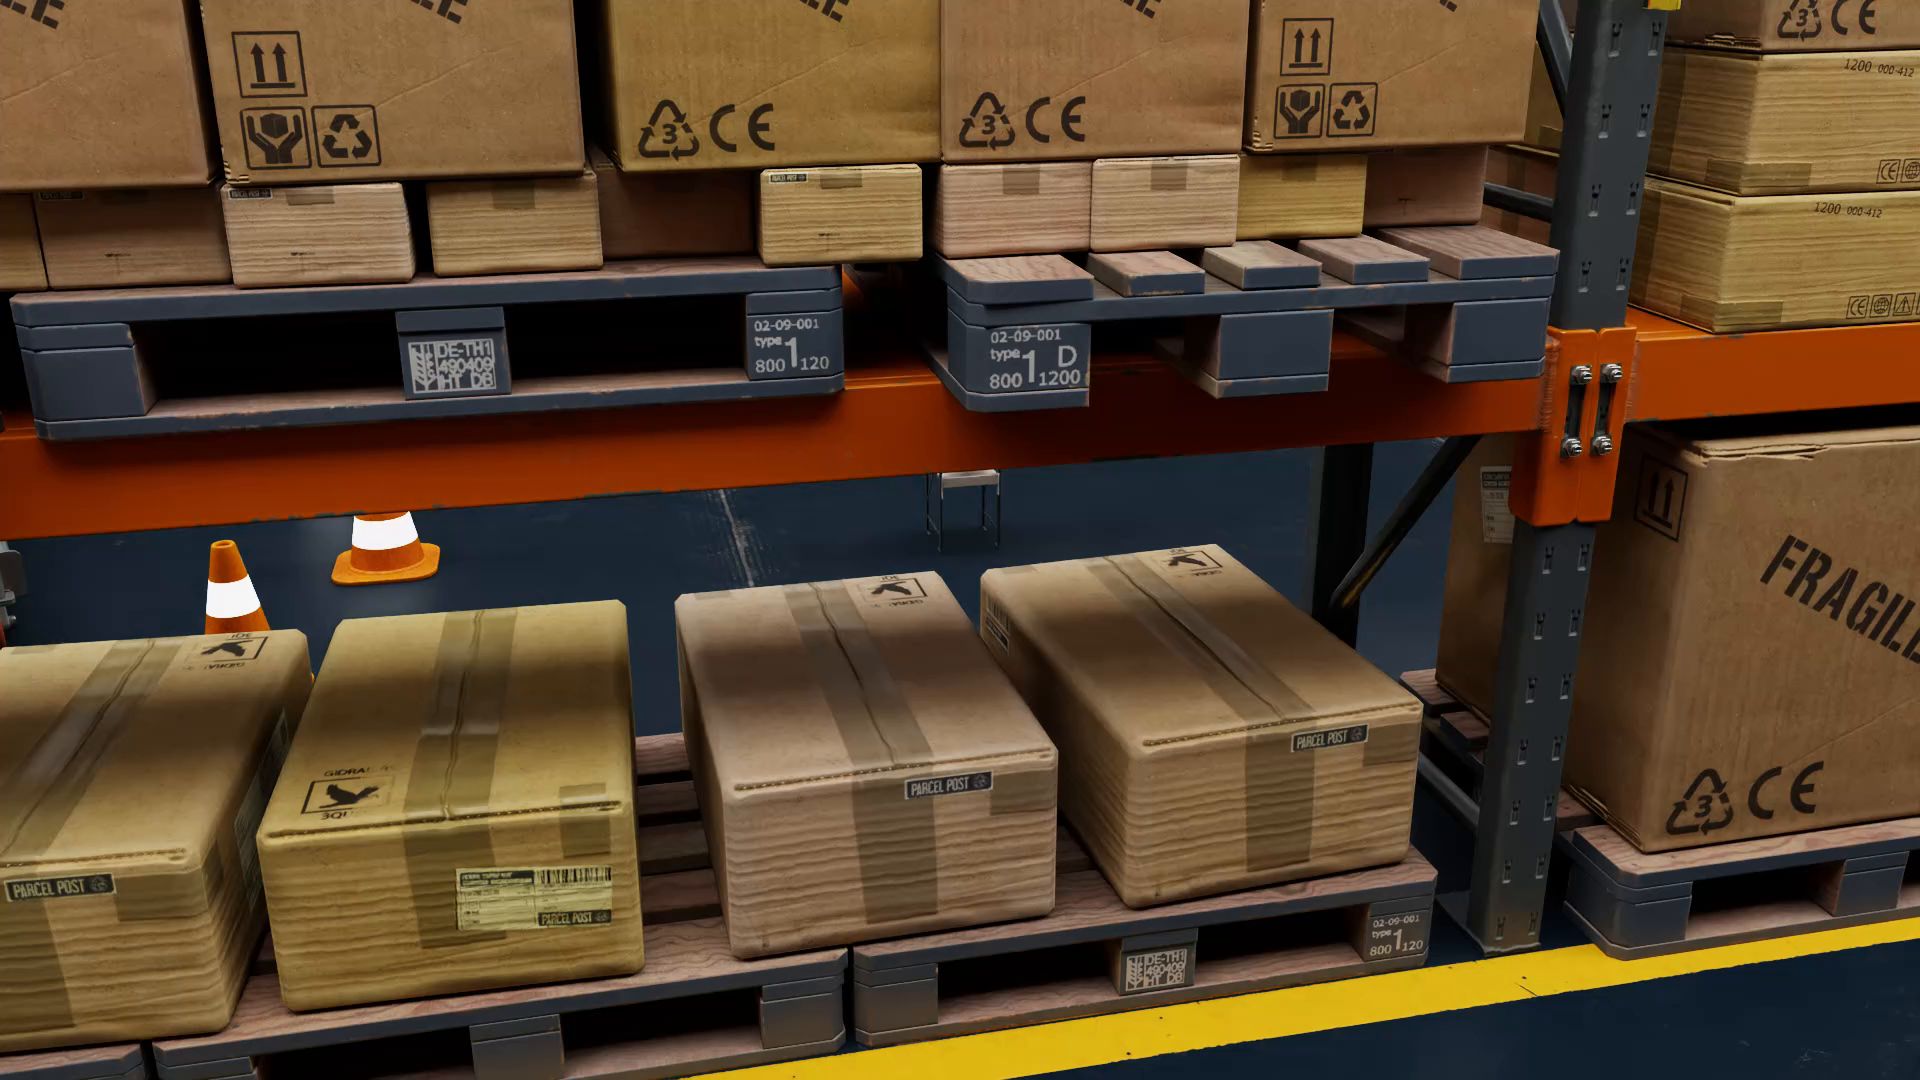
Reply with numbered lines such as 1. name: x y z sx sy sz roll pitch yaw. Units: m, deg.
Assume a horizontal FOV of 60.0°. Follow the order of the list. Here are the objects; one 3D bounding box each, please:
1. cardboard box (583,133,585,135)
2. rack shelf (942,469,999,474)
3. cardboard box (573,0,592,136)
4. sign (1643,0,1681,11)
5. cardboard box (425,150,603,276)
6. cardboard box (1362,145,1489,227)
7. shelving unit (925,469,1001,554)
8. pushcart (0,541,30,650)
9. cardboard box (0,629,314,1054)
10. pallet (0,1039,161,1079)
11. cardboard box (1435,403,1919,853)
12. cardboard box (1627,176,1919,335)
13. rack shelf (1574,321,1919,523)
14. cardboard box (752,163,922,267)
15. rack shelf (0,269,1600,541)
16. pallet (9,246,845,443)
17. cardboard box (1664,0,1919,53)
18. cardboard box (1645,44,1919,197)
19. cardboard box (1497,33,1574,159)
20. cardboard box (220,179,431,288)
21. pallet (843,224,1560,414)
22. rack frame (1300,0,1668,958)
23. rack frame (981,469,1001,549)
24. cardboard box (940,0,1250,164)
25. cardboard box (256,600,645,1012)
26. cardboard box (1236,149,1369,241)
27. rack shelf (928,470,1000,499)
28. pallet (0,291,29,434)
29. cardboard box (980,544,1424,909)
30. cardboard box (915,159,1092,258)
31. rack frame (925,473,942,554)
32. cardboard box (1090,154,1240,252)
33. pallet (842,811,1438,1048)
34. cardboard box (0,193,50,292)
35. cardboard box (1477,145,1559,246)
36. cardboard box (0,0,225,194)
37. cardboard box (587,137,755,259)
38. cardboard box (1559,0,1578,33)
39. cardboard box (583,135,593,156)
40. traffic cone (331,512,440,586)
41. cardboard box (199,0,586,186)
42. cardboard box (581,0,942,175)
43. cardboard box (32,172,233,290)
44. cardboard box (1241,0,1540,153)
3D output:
1. cardboard box: -0.965 -1.014 3.035 0.500 0.500 0.500 -5 21 -15
2. rack shelf: 0.008 -0.307 5.704 0.200 0.077 0.258 -5 21 -12
3. cardboard box: -0.477 -1.051 3.136 0.500 0.500 0.500 -4 21 -12
4. sign: 1.169 -1.039 2.722 0.005 0.325 0.100 -5 21 -12
5. cardboard box: -0.719 -0.539 2.680 0.250 0.149 0.380 -5 21 -14
6. cardboard box: 0.770 -0.688 3.087 0.250 0.149 0.380 -4 20 -10
7. shelving unit: 0.008 -0.423 5.662 0.210 0.900 0.258 -5 21 -12
8. pushcart: -3.431 0.075 5.061 0.936 0.377 1.648 -13 24 -31
9. cardboard box: -1.649 0.539 3.191 0.625 0.372 0.950 -3 20 -9
10. pallet: -2.100 0.850 3.187 1.213 0.211 1.003 -5 21 -12
11. cardboard box: 1.726 0.060 3.768 0.875 0.875 0.875 -5 21 -13
12. cardboard box: 1.569 -0.598 3.303 0.500 0.250 0.500 -5 21 -13
13. rack shelf: 2.981 -0.534 3.958 4.000 0.370 1.077 -5 21 -12
14. cardboard box: -0.220 -0.564 2.748 0.250 0.149 0.380 -4 21 -12
15. rack shelf: -0.911 -0.218 3.093 4.000 0.370 1.077 -5 21 -12
16. pallet: -0.882 -0.453 2.970 1.213 0.211 1.003 -5 21 -12
17. cardboard box: 1.571 -1.187 3.096 0.500 0.500 0.500 -5 21 -14
18. cardboard box: 1.585 -0.835 3.225 0.500 0.250 0.500 -5 21 -13
19. cardboard box: 1.448 -1.001 3.678 0.500 0.250 0.500 -5 21 -13
20. cardboard box: -0.972 -0.508 2.595 0.250 0.149 0.380 -4 20 -10
21. pallet: 0.366 -0.531 3.183 1.003 0.211 1.213 -5 21 -12
22. rack frame: 1.035 -0.714 3.402 0.127 3.000 1.000 -5 21 -12
23. rack frame: 0.107 -0.431 5.684 0.006 0.900 0.240 -5 21 -12
24. cardboard box: 0.156 -0.924 2.787 0.500 0.500 0.500 -5 21 -13
25. cardboard box: -0.973 0.484 3.343 0.625 0.372 0.950 -4 20 -11
26. cardboard box: 0.526 -0.643 2.963 0.250 0.149 0.380 -4 21 -12
27. rack shelf: 0.008 -0.223 5.735 0.200 0.077 0.258 -5 21 -12
28. pallet: -2.080 -0.319 2.603 1.213 0.211 1.003 -5 21 -12
29. cardboard box: 0.483 0.364 3.669 0.625 0.372 0.950 -6 21 -16
30. cardboard box: 0.044 -0.591 2.820 0.250 0.149 0.380 -6 21 -15
31. rack frame: -0.091 -0.415 5.640 0.006 0.900 0.240 -5 21 -12
32. cardboard box: 0.291 -0.608 2.867 0.250 0.149 0.380 -5 21 -13
33. pallet: 0.274 0.657 3.714 1.213 0.211 1.003 -5 21 -12
34. cardboard box: -1.484 -0.485 2.534 0.250 0.149 0.380 -4 21 -12
35. cardboard box: 1.467 -0.770 3.774 0.500 0.250 0.500 -5 21 -14
36. cardboard box: -1.364 -0.796 2.439 0.500 0.500 0.500 -5 21 -13
37. cardboard box: -0.494 -0.586 2.809 0.250 0.149 0.380 -4 21 -12
38. cardboard box: 1.478 -1.359 3.563 0.500 0.500 0.500 -5 21 -14
39. cardboard box: -0.639 -0.717 3.164 0.250 0.149 0.380 -4 20 -10
40. traffic cone: -1.921 -0.130 5.498 0.334 0.463 0.336 -5 21 -12
41. cardboard box: -0.866 -0.841 2.560 0.500 0.500 0.500 -6 21 -15
42. cardboard box: -0.335 -0.883 2.677 0.500 0.500 0.500 -6 21 -16
43. cardboard box: -1.243 -0.504 2.585 0.250 0.149 0.380 -4 21 -12
44. cardboard box: 0.657 -0.968 2.909 0.500 0.500 0.500 -5 21 -14
